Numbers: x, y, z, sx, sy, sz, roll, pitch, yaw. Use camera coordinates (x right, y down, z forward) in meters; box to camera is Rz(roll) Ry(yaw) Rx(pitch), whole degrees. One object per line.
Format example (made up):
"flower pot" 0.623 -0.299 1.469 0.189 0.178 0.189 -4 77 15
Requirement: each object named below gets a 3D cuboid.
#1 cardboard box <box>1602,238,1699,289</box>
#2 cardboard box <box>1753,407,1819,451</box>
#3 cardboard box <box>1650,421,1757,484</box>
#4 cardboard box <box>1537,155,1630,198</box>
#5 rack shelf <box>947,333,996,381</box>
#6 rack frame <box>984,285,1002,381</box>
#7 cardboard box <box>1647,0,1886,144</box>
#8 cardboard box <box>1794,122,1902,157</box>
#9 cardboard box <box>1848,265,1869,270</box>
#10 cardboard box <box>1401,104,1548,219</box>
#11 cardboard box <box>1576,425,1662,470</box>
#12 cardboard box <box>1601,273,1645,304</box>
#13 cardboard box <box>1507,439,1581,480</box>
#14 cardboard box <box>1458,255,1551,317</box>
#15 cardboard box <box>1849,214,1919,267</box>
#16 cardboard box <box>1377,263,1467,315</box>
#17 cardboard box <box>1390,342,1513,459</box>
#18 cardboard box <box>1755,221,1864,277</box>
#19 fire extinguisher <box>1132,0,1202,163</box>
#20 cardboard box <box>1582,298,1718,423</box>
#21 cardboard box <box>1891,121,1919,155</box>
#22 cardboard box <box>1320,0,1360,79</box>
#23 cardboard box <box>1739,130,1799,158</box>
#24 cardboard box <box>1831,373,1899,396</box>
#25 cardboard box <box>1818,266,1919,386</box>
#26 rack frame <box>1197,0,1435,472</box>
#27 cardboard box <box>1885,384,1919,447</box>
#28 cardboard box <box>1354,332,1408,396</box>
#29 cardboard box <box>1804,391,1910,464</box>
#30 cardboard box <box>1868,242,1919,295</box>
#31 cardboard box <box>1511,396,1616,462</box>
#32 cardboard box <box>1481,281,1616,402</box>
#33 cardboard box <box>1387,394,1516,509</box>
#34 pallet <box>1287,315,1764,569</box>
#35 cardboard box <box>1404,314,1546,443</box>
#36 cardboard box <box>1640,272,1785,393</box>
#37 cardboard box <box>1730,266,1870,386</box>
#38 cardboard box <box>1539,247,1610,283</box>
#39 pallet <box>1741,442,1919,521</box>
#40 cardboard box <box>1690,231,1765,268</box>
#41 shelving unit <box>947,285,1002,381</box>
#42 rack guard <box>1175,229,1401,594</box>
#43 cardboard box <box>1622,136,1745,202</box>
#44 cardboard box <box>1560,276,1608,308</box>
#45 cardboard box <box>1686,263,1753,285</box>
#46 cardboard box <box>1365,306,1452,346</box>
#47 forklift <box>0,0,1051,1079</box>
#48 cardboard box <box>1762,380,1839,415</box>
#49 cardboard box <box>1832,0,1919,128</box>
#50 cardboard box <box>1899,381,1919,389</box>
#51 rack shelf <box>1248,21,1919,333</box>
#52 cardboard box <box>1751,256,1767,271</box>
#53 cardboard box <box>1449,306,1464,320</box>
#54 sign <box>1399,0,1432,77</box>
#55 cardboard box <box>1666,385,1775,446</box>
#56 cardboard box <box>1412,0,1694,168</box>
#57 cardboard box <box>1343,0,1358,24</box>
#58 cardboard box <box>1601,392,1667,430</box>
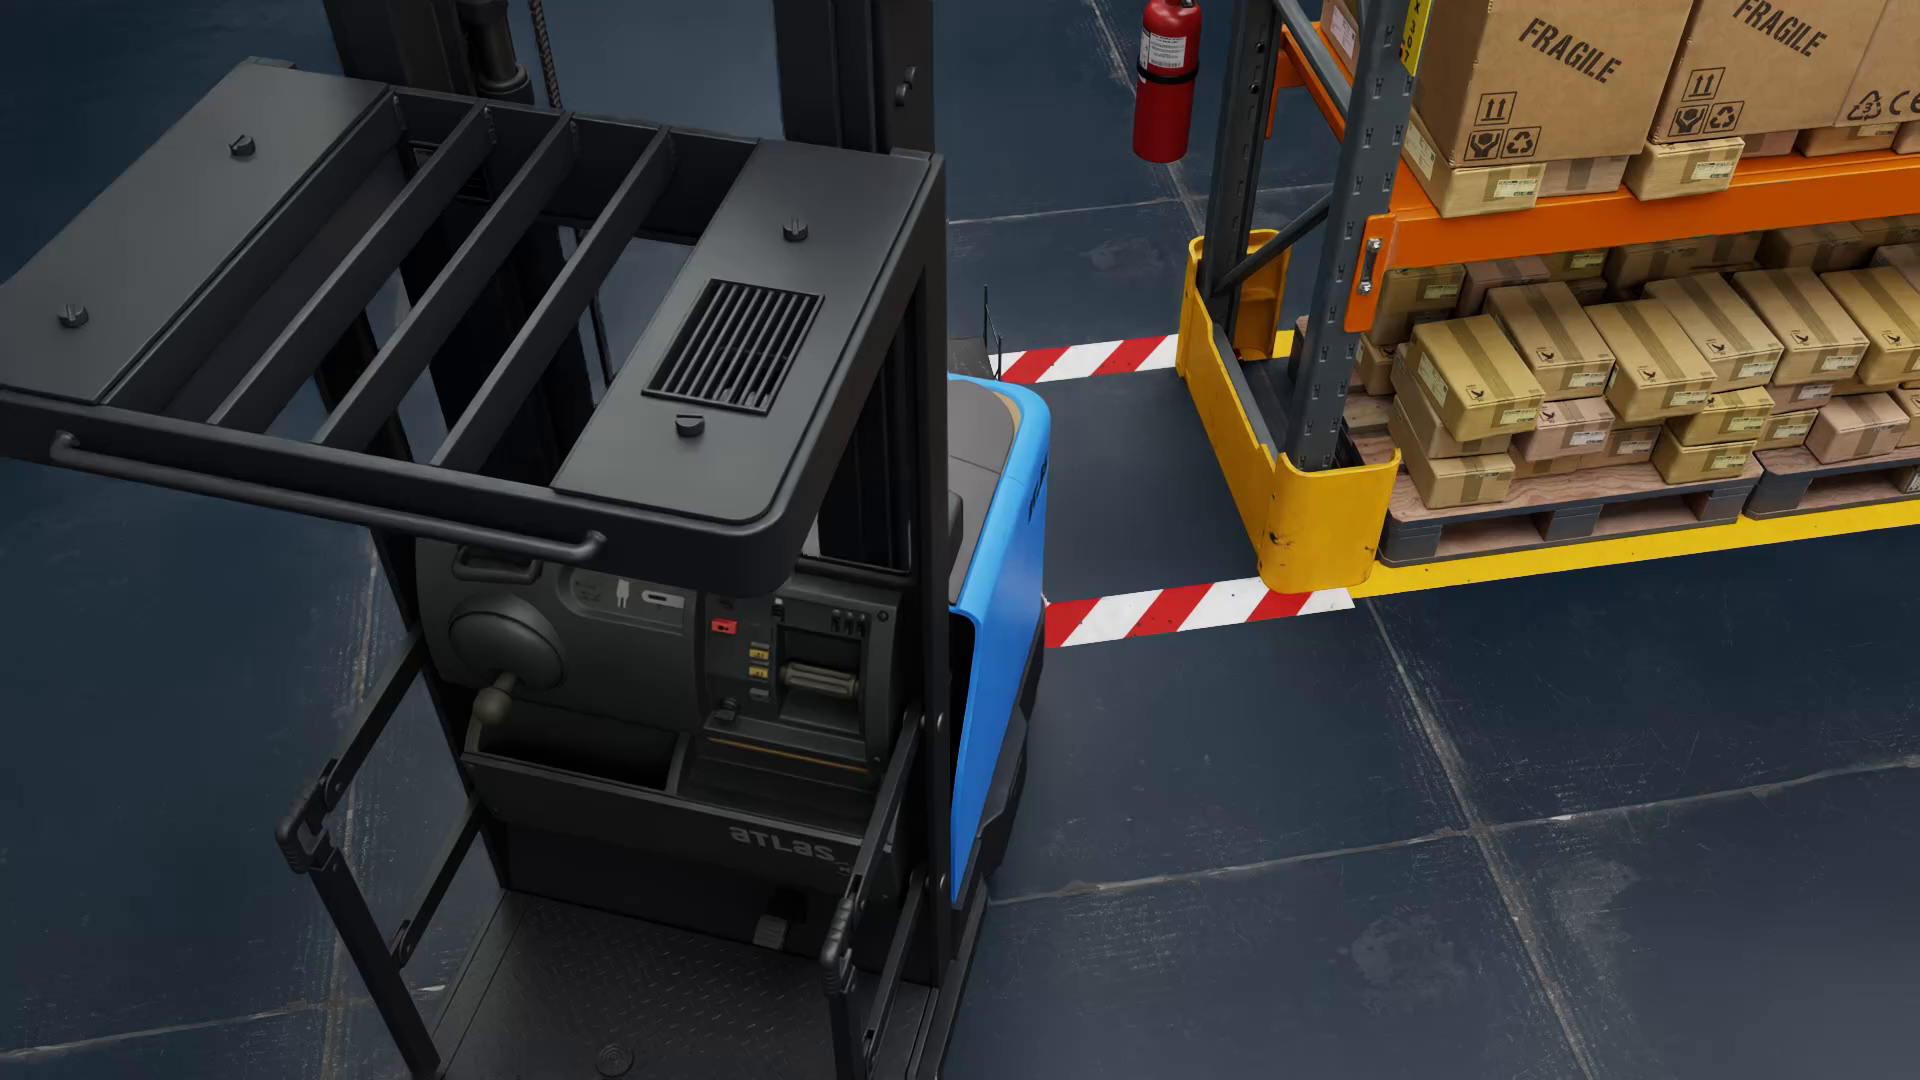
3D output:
"cardboard box" 2.175 -1.001 5.406 0.250 0.149 0.380 -9 47 -8
"cardboard box" 2.503 -0.466 5.304 0.250 0.149 0.380 -7 46 -7
"cardboard box" 2.268 -0.367 5.209 0.250 0.149 0.380 -7 46 -6
"cardboard box" 1.558 -1.075 4.377 0.250 0.149 0.380 -6 46 -5
"rack shelf" -0.008 -0.475 4.754 0.200 0.077 0.258 -7 46 -7
"rack frame" 0.092 -0.324 4.937 0.006 0.900 0.240 -7 46 -7
"cardboard box" 1.952 -1.375 4.216 0.500 0.500 0.500 -7 46 -7
"cardboard box" 2.336 -1.215 4.512 0.250 0.149 0.380 -8 47 -7
"cardboard box" 2.953 -1.031 5.642 0.250 0.149 0.380 -7 46 -6
"cardboard box" 1.315 -1.014 4.319 0.250 0.149 0.380 -7 47 -7
"cardboard box" 1.998 -0.413 5.254 0.250 0.149 0.380 -7 46 -6
"cardboard box" 2.205 -0.846 5.464 0.250 0.149 0.380 -8 47 -7
"cardboard box" 1.754 -0.378 5.219 0.250 0.149 0.380 -7 47 -7
"cardboard box" 1.675 -0.892 5.301 0.250 0.149 0.380 -6 46 -6
"cardboard box" 2.962 -1.079 5.482 0.250 0.149 0.380 -7 46 -7
"cardboard box" 1.418 -0.902 5.311 0.250 0.149 0.380 -7 46 -6
"cardboard box" 1.499 -0.436 5.069 0.250 0.149 0.380 -5 46 -5
"cardboard box" 2.709 -1.027 5.431 0.250 0.149 0.380 -9 47 -8
"fire extinguisher" 0.613 -1.434 4.862 0.183 0.674 0.296 -7 46 -7
"cardboard box" 2.035 -0.540 4.962 0.250 0.149 0.380 -7 47 -7
"cardboard box" 2.584 -1.225 4.522 0.250 0.149 0.380 -8 47 -8
"cardboard box" 1.213 -1.448 4.736 0.250 0.149 0.380 -7 46 -7
"cardboard box" 2.065 -1.199 4.497 0.250 0.149 0.380 -5 46 -5
"cardboard box" 2.782 -0.640 5.265 0.250 0.149 0.380 -5 46 -5
"cardboard box" 2.807 -0.656 5.074 0.250 0.149 0.380 -6 46 -6
"rack frame" 0.939 -1.294 4.414 0.127 3.000 1.000 -7 46 -7
"cardboard box" 3.032 -0.487 5.325 0.250 0.149 0.380 -7 46 -7
"cardboard box" 1.423 -0.663 5.494 0.250 0.149 0.380 -6 46 -6
"cardboard box" 2.764 -0.435 5.274 0.250 0.149 0.380 -9 47 -9
"cardboard box" 3.038 -0.755 5.169 0.250 0.149 0.380 -7 46 -7
"cardboard box" 1.779 -0.430 5.063 0.250 0.149 0.380 -7 47 -7
"cardboard box" 1.765 -0.600 5.020 0.250 0.149 0.380 -6 46 -6
"cardboard box" 1.510 -0.288 5.132 0.250 0.149 0.380 -6 46 -6
"pallet" 1.821 -0.411 5.499 1.213 0.211 1.003 -7 46 -7
"cardboard box" 1.514 -0.480 4.905 0.250 0.149 0.380 -9 47 -9
"cardboard box" 2.265 -0.629 5.048 0.250 0.149 0.380 -9 47 -9
"cardboard box" 2.540 -0.656 5.074 0.250 0.149 0.380 -5 46 -5
"cardboard box" 1.909 -1.014 5.419 0.250 0.149 0.380 -8 47 -8
"pallet" 3.020 -0.558 5.641 1.213 0.211 1.003 -7 46 -7
"cardboard box" 2.430 -1.073 5.476 0.250 0.149 0.380 -6 46 -5
"shelving unit" -0.008 -0.311 4.925 0.210 0.900 0.258 -7 46 -7
"rack guard" 1.014 -0.436 5.323 0.348 0.500 1.175 -7 46 -7
"cardboard box" 1.832 -1.070 4.372 0.250 0.149 0.380 -8 47 -8
"cardboard box" 1.923 -0.886 5.502 0.250 0.149 0.380 -9 47 -8
"cardboard box" 2.431 -0.959 5.573 0.250 0.149 0.380 -6 46 -6
"cardboard box" 1.411 -0.821 5.440 0.250 0.149 0.380 -8 47 -8
"forklift" -0.619 0.295 2.931 1.130 2.935 3.031 10 47 10
"cardboard box" 2.522 -0.577 5.204 0.250 0.149 0.380 -9 47 -9
"cardboard box" 2.437 -1.426 4.265 0.500 0.500 0.500 -7 46 -6
"cardboard box" 3.050 -0.666 5.290 0.250 0.149 0.380 -5 46 -5
"rack shelf" 2.910 -1.290 4.910 4.000 0.370 1.077 -7 46 -7
"cardboard box" 2.686 -0.977 5.590 0.250 0.149 0.380 -5 46 -5
"cardboard box" 1.678 -0.815 5.434 0.250 0.149 0.380 -8 47 -8
"sign" 1.032 -1.209 3.731 0.005 0.325 0.100 -7 46 -7
"cardboard box" 2.276 -0.477 5.108 0.250 0.149 0.380 -6 46 -6
"cardboard box" 1.429 -1.291 4.135 0.500 0.500 0.500 -5 46 -5
"cardboard box" 1.338 -1.670 4.500 0.500 0.500 0.500 -6 46 -6
"cardboard box" 2.005 -0.523 5.152 0.250 0.149 0.380 -7 46 -6
